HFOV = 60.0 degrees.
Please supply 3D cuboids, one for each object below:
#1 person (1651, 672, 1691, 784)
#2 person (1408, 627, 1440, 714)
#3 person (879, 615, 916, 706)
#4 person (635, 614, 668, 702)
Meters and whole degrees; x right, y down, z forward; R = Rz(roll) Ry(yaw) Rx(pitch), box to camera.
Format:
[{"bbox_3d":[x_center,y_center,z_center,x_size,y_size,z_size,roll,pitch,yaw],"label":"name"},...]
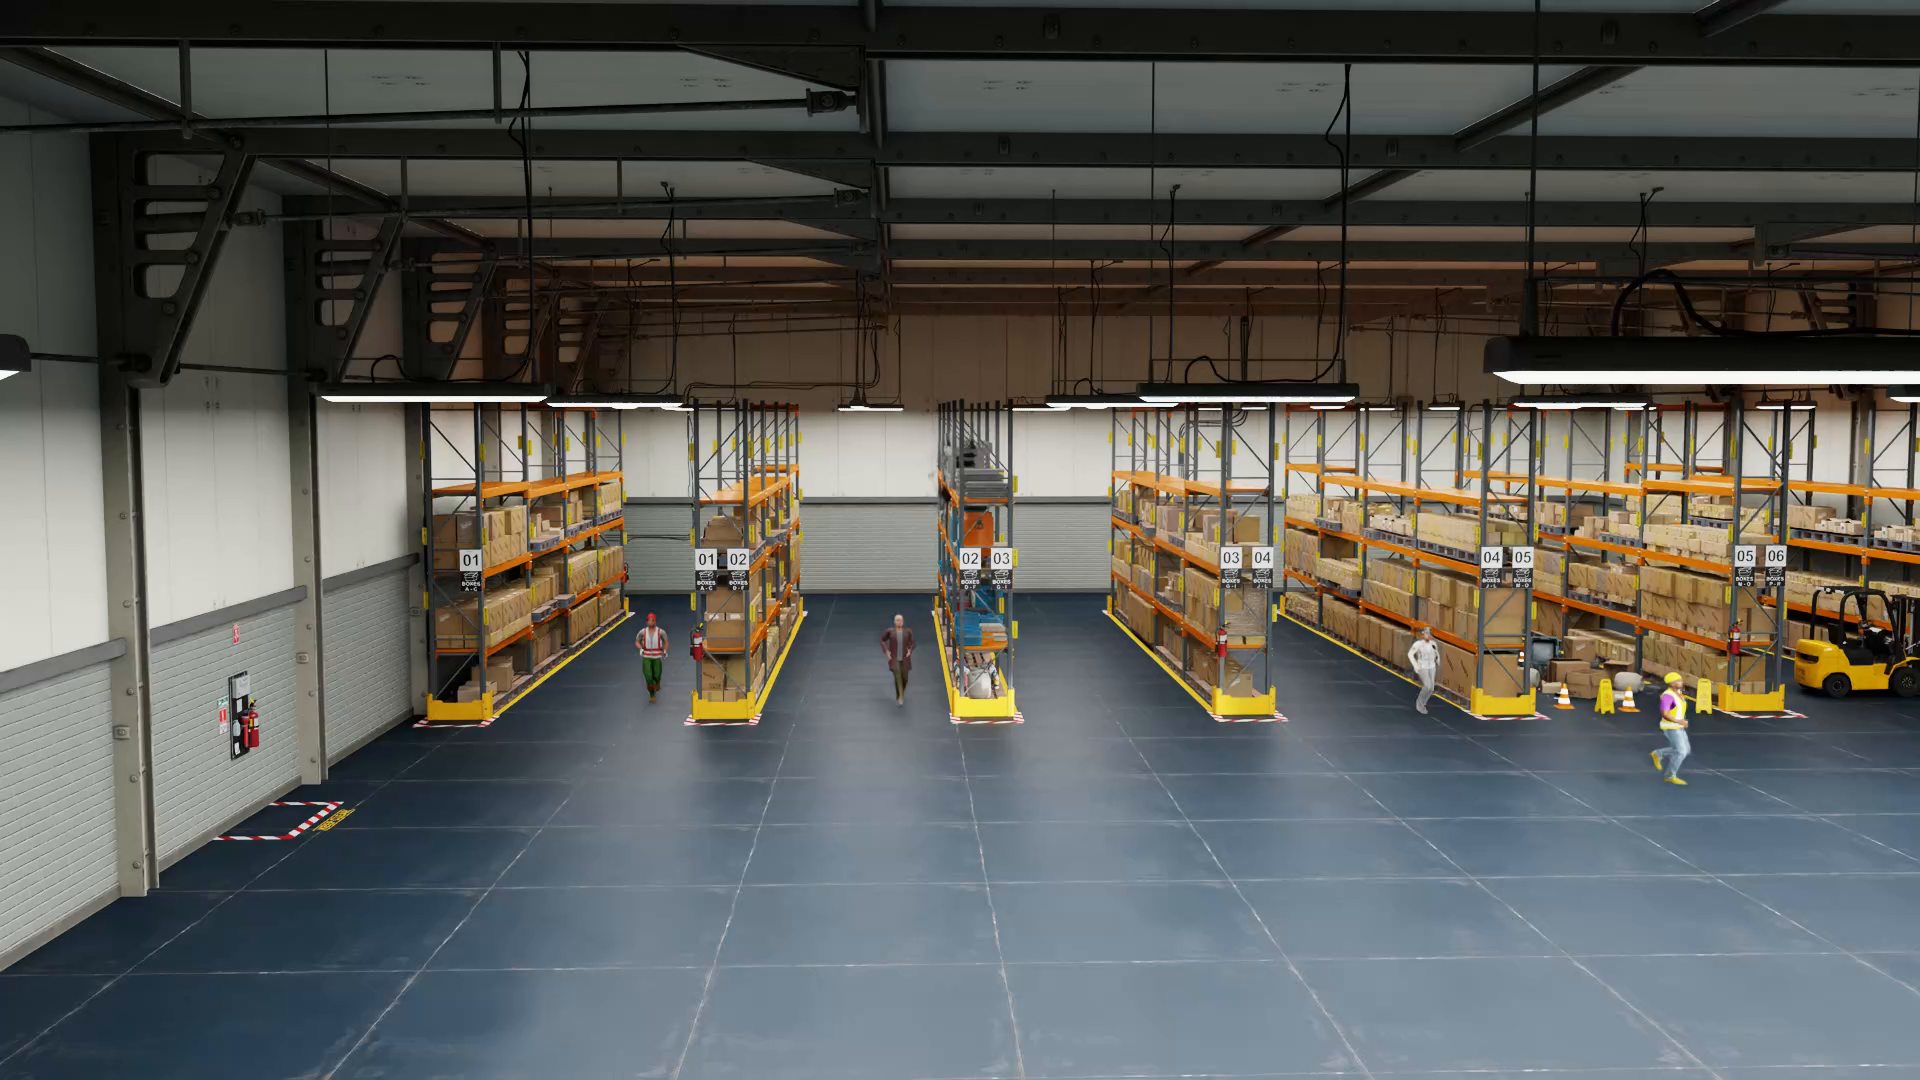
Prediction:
[{"bbox_3d":[11.046,2.909,25.829,0.613,1.726,0.736,3,5,35],"label":"person"},{"bbox_3d":[8.947,2.488,31.821,0.595,1.664,0.527,-1,4,-13],"label":"person"},{"bbox_3d":[-1.221,2.352,32.870,0.720,1.762,0.781,-1,4,-11],"label":"person"},{"bbox_3d":[-6.151,2.340,33.200,0.656,1.745,0.615,-1,4,-8],"label":"person"}]
